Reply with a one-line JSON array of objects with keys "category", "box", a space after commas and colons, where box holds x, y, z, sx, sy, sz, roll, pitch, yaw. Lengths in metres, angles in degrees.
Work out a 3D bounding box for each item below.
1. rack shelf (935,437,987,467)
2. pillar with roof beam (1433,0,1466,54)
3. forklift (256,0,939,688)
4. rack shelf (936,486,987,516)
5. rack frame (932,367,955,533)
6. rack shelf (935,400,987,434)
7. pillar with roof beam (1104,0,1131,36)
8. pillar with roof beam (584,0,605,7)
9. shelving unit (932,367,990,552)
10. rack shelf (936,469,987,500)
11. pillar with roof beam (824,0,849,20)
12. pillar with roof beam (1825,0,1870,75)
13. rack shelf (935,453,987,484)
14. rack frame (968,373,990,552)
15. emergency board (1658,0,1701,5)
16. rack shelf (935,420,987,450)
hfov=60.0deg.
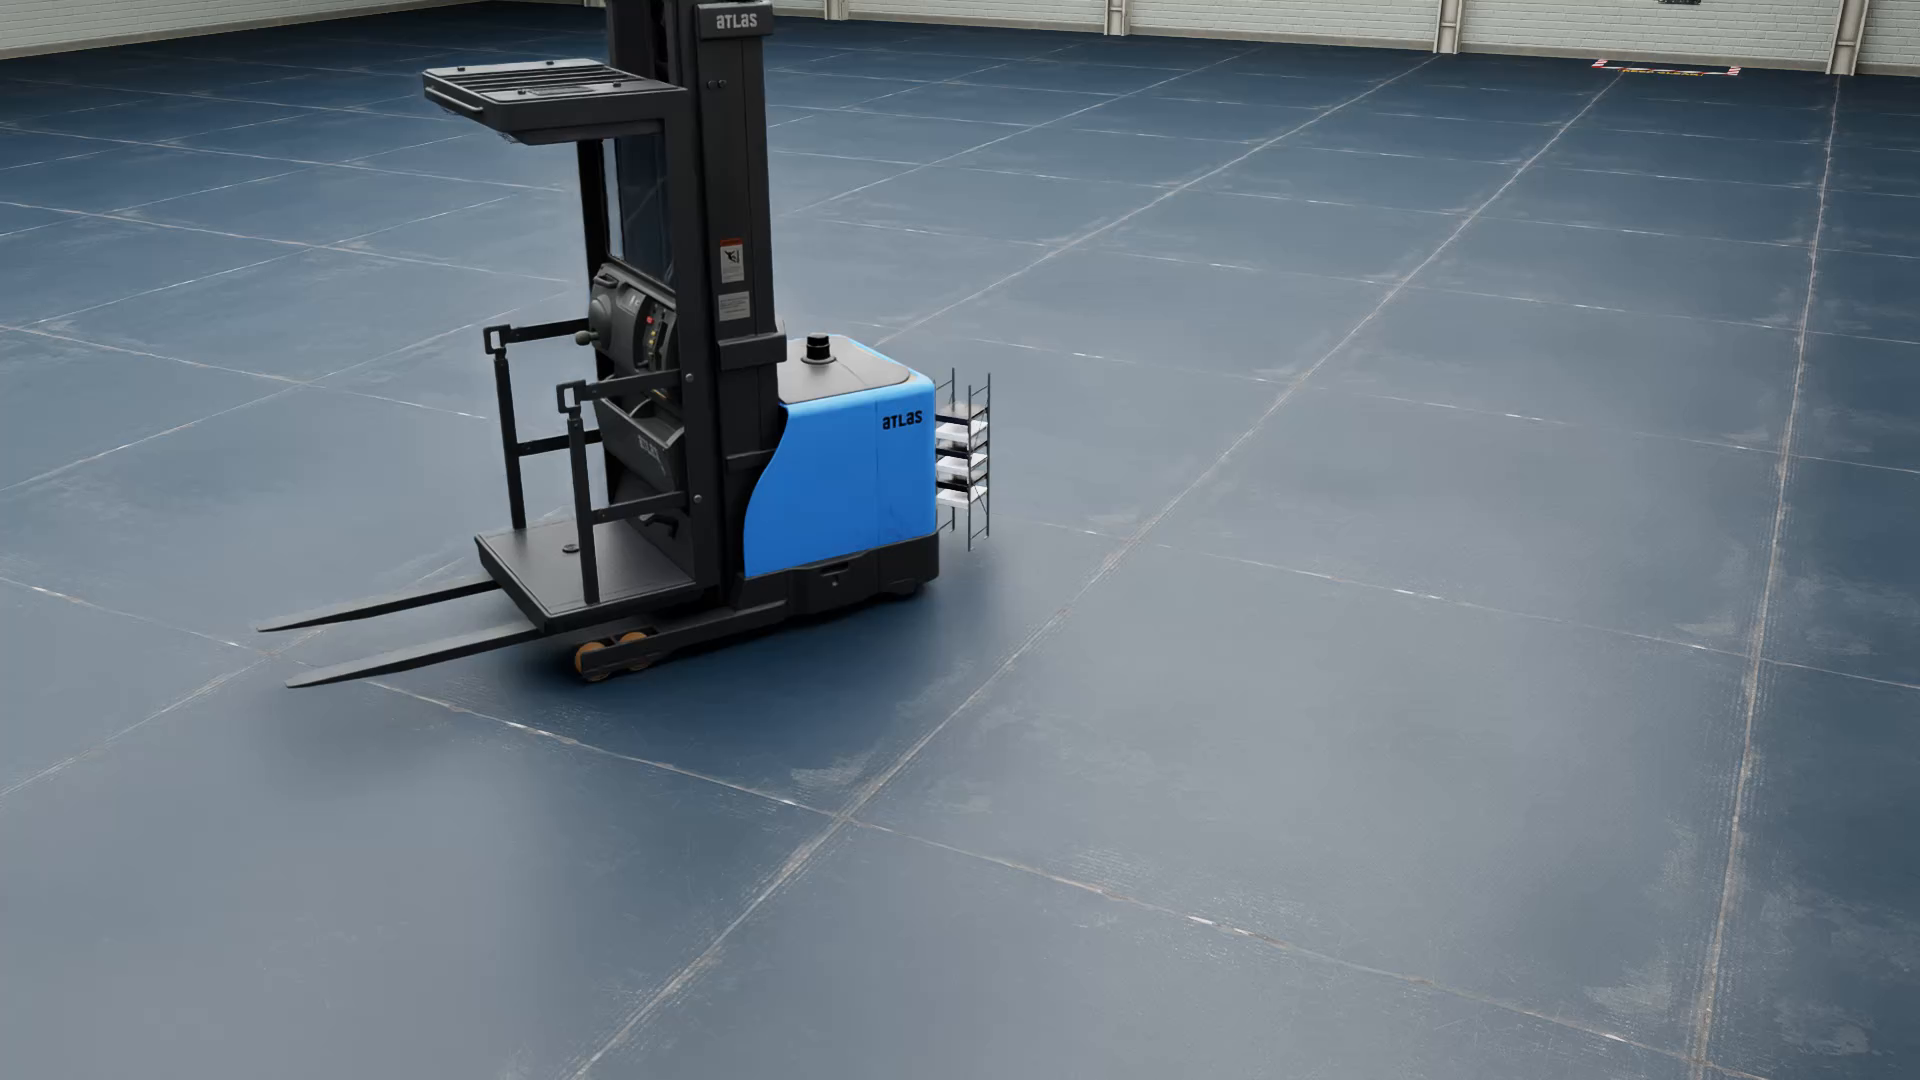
[{"category": "rack shelf", "box": [0.007, -0.465, 8.548, 0.200, 0.077, 0.258, 11, 25, 25]}, {"category": "pillar with roof beam", "box": [6.312, -10.912, 22.910, 0.400, 9.000, 9.100, 11, 25, 25]}, {"category": "forklift", "box": [-1.627, -0.967, 7.278, 3.031, 2.935, 1.130, -14, 27, -29]}, {"category": "rack shelf", "box": [0.007, -0.216, 8.654, 0.200, 0.077, 0.258, 11, 25, 25]}, {"category": "rack frame", "box": [-0.083, -0.431, 8.613, 0.006, 0.900, 0.240, 11, 25, 25]}, {"category": "rack shelf", "box": [0.007, -0.630, 8.478, 0.200, 0.077, 0.258, 11, 25, 25]}, {"category": "pillar with roof beam", "box": [0.957, -11.972, 25.402, 0.400, 9.000, 9.100, 11, 25, 25]}, {"category": "pillar with roof beam", "box": [-9.752, -14.090, 30.384, 0.400, 9.000, 9.100, 11, 25, 25]}, {"category": "shelving unit", "box": [0.007, -0.413, 8.571, 0.210, 0.900, 0.258, 11, 25, 25]}, {"category": "rack shelf", "box": [0.007, -0.299, 8.619, 0.200, 0.077, 0.258, 11, 25, 25]}, {"category": "pillar with roof beam", "box": [-4.398, -13.031, 27.893, 0.400, 9.000, 9.100, 11, 25, 25]}, {"category": "pillar with roof beam", "box": [11.666, -9.853, 20.419, 0.400, 9.000, 9.100, 11, 25, 25]}, {"category": "rack shelf", "box": [0.007, -0.382, 8.584, 0.200, 0.077, 0.258, 11, 25, 25]}, {"category": "rack frame", "box": [0.098, -0.395, 8.528, 0.006, 0.900, 0.240, 11, 25, 25]}, {"category": "emergency board", "box": [11.421, -9.053, 26.205, 0.626, 1.169, 0.157, 11, 25, 25]}, {"category": "rack shelf", "box": [0.007, -0.548, 8.513, 0.200, 0.077, 0.258, 11, 25, 25]}]
